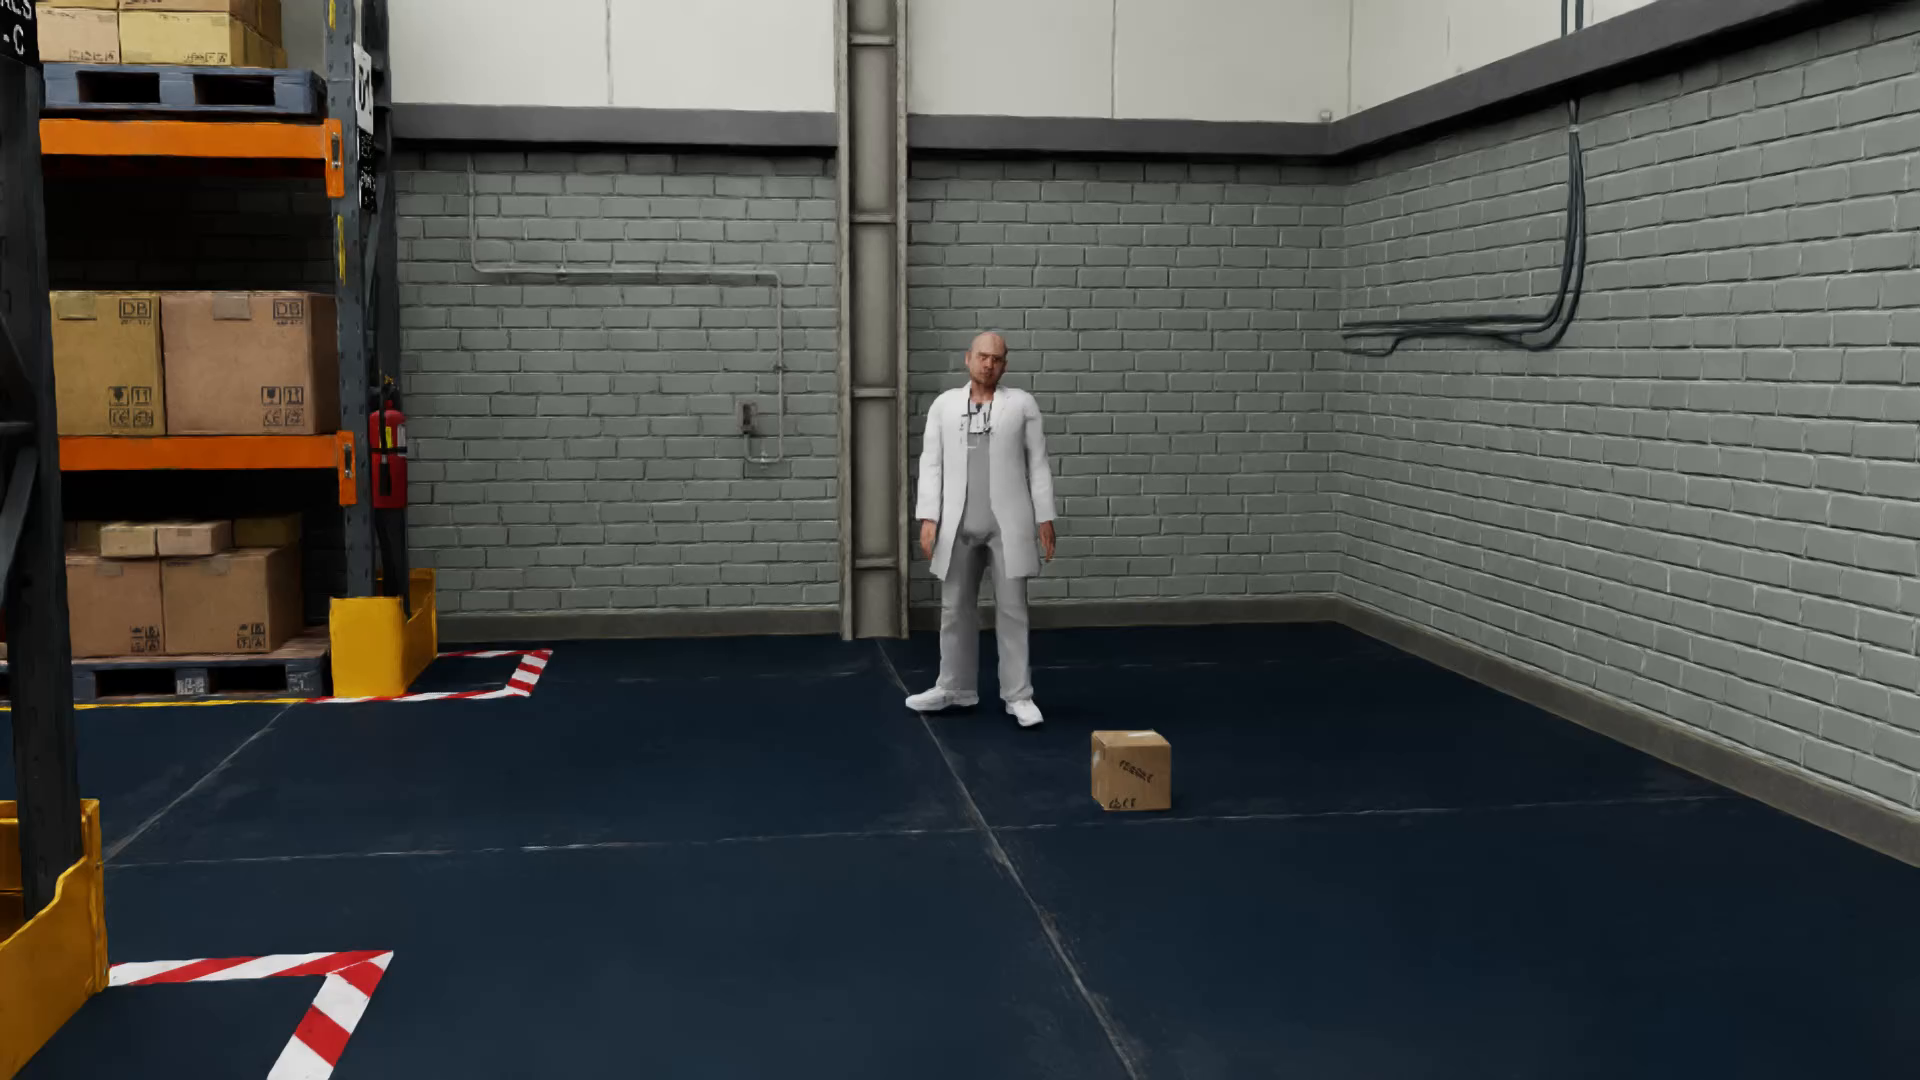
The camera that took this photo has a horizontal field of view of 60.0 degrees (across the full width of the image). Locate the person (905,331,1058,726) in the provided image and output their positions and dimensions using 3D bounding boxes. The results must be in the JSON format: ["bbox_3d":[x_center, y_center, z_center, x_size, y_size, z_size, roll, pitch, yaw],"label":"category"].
[{"bbox_3d":[0.090,-0.064,7.679,0.717,1.785,0.440,2,7,14],"label":"person"}]
